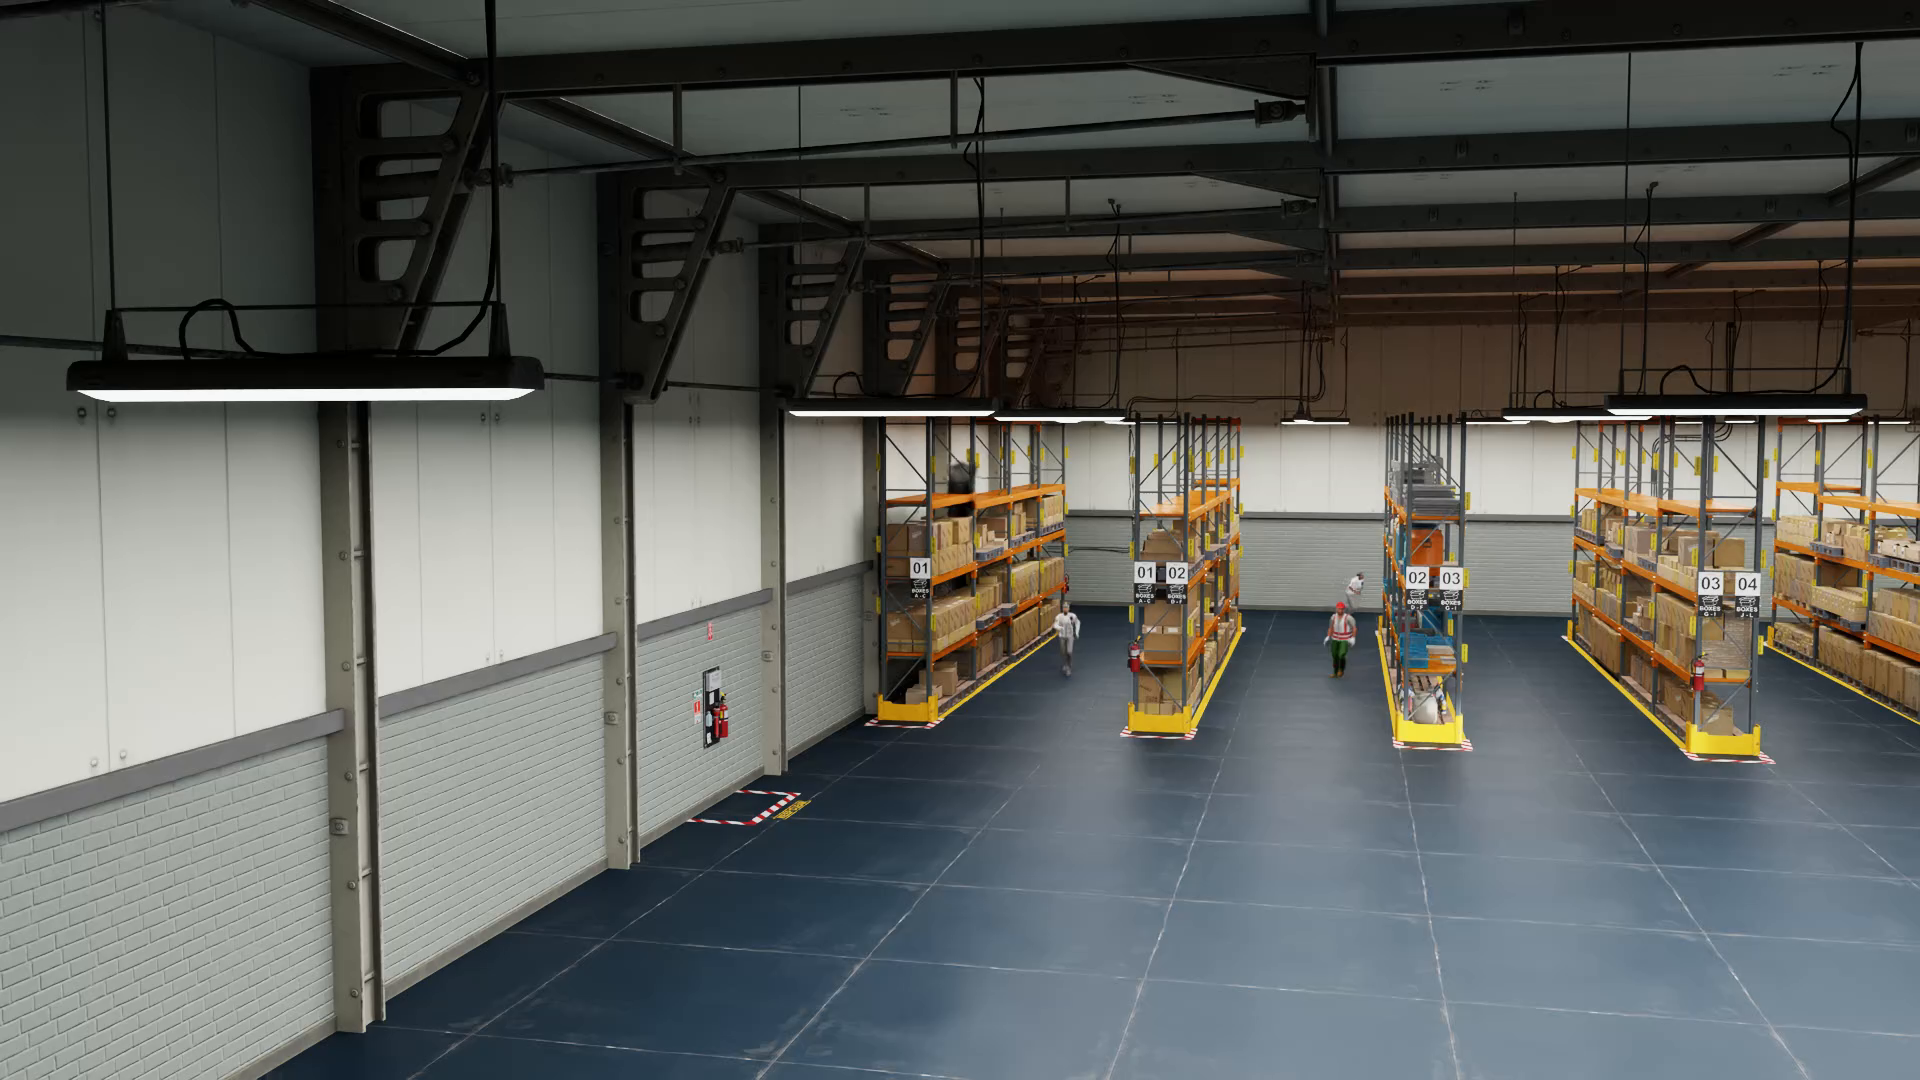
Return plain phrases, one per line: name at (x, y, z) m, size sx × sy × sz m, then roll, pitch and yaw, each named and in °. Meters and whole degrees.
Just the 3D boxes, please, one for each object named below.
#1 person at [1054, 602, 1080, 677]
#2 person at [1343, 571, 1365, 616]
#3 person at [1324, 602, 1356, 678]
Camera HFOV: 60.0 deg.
person at (2.462, 2.282, 38.452) m, size 0.582 × 1.739 × 0.810 m, roll 1°, pitch 4°, yaw 8°
person at (11.731, 1.644, 49.419) m, size 0.591 × 1.490 × 0.770 m, roll -3°, pitch 5°, yaw -39°
person at (8.606, 2.268, 37.591) m, size 0.633 × 1.751 × 0.528 m, roll 3°, pitch 5°, yaw 39°
